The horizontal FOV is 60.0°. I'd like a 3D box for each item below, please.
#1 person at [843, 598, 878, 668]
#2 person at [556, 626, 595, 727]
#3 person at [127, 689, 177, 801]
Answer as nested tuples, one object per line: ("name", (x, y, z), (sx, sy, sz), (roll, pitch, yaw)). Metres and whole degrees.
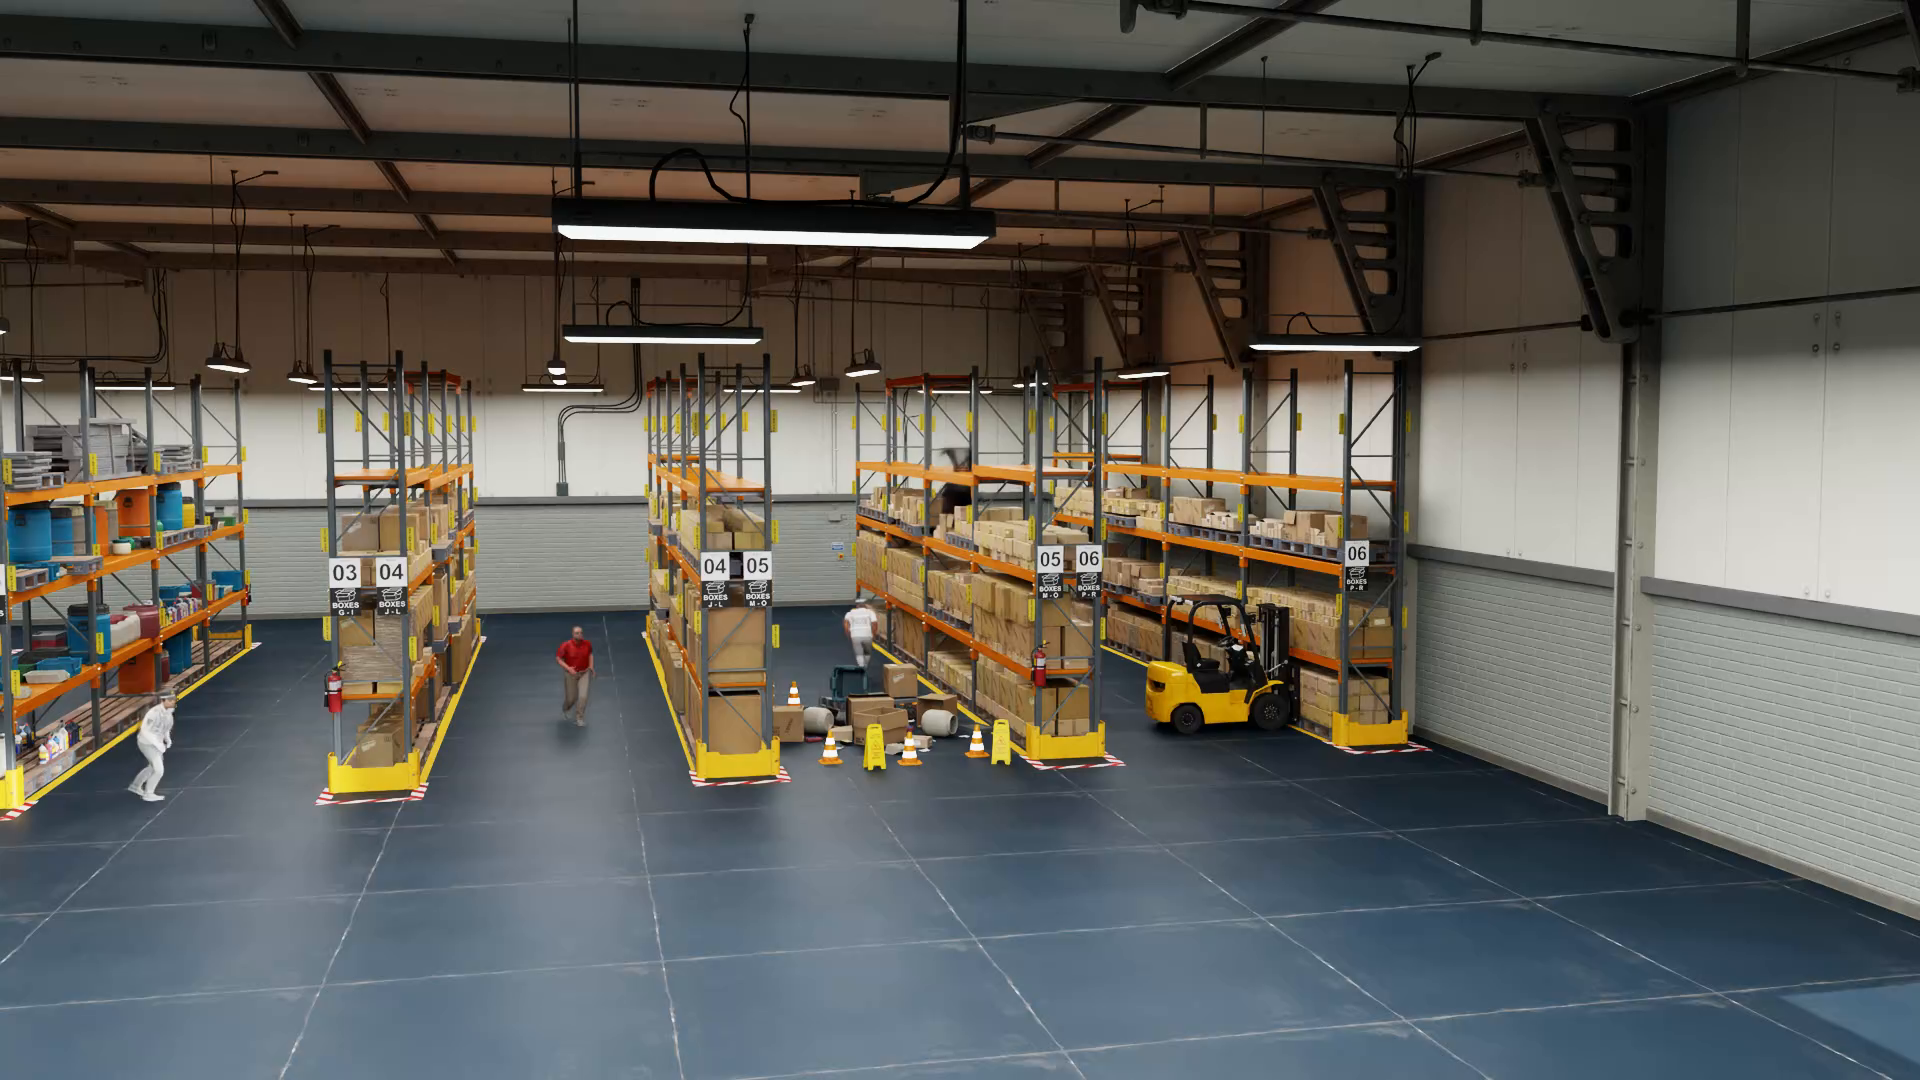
("person", (-1.950, 1.966, 32.602), (0.670, 1.565, 0.949), (0, 4, -4))
("person", (-6.409, 2.254, 27.671), (0.659, 1.677, 0.776), (-2, 5, -28))
("person", (-10.735, 2.710, 22.074), (0.829, 1.519, 0.608), (0, 4, 2))
